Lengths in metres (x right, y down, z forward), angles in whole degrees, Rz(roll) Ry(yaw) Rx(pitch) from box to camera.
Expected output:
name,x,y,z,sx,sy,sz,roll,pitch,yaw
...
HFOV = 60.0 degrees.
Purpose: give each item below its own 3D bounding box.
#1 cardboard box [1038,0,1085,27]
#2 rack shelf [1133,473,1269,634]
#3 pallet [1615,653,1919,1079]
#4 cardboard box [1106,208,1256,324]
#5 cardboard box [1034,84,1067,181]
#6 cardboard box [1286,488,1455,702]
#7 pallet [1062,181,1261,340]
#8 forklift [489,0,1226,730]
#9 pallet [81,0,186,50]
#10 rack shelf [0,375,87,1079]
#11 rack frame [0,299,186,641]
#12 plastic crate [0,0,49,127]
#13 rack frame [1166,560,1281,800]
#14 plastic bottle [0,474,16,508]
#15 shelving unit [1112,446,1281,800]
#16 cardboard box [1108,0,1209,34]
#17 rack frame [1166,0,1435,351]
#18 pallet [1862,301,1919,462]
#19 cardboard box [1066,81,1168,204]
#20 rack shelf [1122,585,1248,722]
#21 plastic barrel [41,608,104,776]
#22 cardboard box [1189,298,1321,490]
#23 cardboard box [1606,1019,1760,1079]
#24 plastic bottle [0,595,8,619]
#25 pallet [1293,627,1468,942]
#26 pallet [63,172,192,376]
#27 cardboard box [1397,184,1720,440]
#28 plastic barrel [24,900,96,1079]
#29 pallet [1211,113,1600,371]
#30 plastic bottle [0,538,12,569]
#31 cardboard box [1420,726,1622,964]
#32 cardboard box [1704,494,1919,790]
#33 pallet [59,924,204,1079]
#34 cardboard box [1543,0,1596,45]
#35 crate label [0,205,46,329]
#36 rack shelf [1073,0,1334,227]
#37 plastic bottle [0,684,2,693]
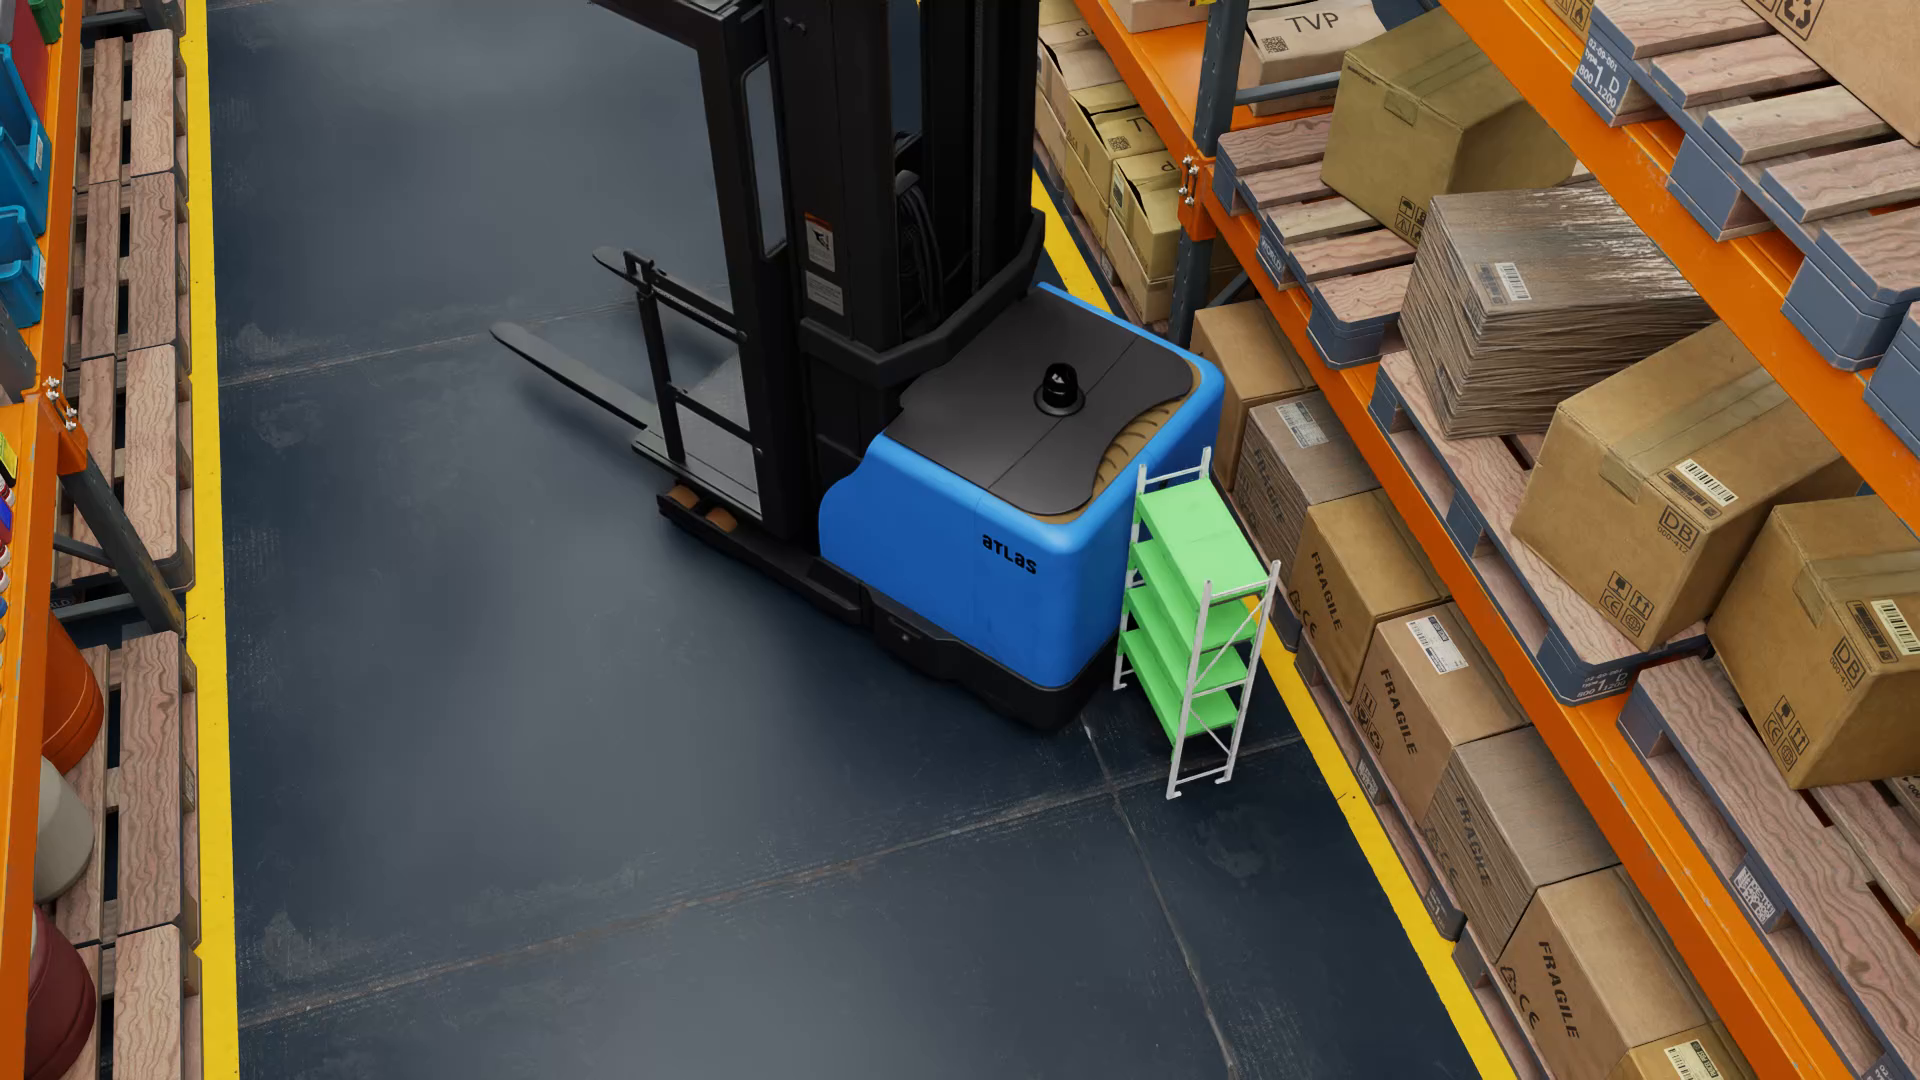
name,x,y,z,sx,sy,sz,roll,pitch,yaw
cardboard box,0.495,-2.514,7.854,0.500,0.311,0.500,-12,51,-10
rack shelf,0.753,0.036,5.180,0.258,0.148,0.480,-15,51,-12
pallet,2.388,0.732,4.086,1.003,0.211,1.213,-13,51,-11
cardboard box,0.949,-1.222,7.131,0.500,0.250,0.500,-12,51,-10
cardboard box,0.647,-1.965,7.758,0.500,0.250,0.500,-12,51,-10
cardboard box,1.503,0.166,5.785,0.500,0.500,0.500,-14,51,-11
pallet,1.131,-1.355,7.544,1.003,0.211,1.213,-13,51,-11
forklift,-0.569,-1.205,5.639,3.031,2.935,1.130,30,56,23
pallet,-4.737,-3.049,8.972,1.003,0.211,1.213,-13,51,-11
rack shelf,-2.804,1.167,4.065,1.077,0.370,4.000,-13,51,-11
rack frame,-3.395,-0.526,5.021,1.000,3.000,0.127,-13,51,-11
plastic crate,-3.581,-1.796,6.050,0.402,0.464,0.583,-13,51,-11
rack frame,0.833,0.480,5.350,0.240,1.200,0.015,-15,51,-12
plastic bottle,-2.852,-0.175,4.855,0.097,0.201,0.097,0,50,0
shelving unit,0.753,0.304,5.498,0.258,1.200,0.503,-15,51,-12
cardboard box,0.807,-2.157,6.560,0.380,0.149,0.250,-13,51,-11
rack frame,1.337,-1.643,5.963,1.000,3.000,0.127,-13,51,-11
pallet,2.395,-0.120,2.840,1.213,0.211,1.003,-13,51,-11
cardboard box,0.787,-1.778,7.234,0.500,0.311,0.500,-14,51,-12
rack shelf,0.753,0.345,5.547,0.258,0.148,0.480,-15,51,-12
plastic barrel,-3.235,0.392,5.392,0.600,0.830,0.708,-13,51,-11
cardboard box,1.199,-0.582,6.416,0.500,0.500,0.500,-11,51,-9
cardboard box,2.101,1.646,4.537,0.500,0.500,0.500,-14,51,-11
plastic bottle,-2.726,0.114,4.566,0.097,0.271,0.097,0,50,0
pallet,1.879,0.699,5.813,1.003,0.211,1.213,-13,51,-11
pallet,-3.945,-1.091,7.322,1.003,0.211,1.213,-13,51,-11
cardboard box,1.719,-0.665,4.799,0.700,0.500,0.500,-5,50,-4
plastic barrel,-2.901,1.294,4.789,0.600,0.588,0.708,-13,51,-11
pallet,1.605,-1.102,5.633,1.213,0.211,1.003,-13,51,-11
plastic bottle,-2.783,-0.006,4.713,0.097,0.201,0.097,0,50,0
cardboard box,1.815,0.917,5.152,0.500,0.500,0.500,-13,51,-11
cardboard box,2.330,0.226,4.047,0.700,0.500,0.500,-6,50,-5
pallet,-2.765,1.829,4.860,1.003,0.211,1.213,-13,51,-11
cardboard box,1.803,-1.579,3.882,0.910,0.500,0.500,-13,51,-11
crate label,-3.162,-0.865,5.416,0.303,0.233,0.416,-13,51,-11
rack shelf,0.746,-2.872,7.470,1.077,0.370,4.000,-13,51,-11
plastic bottle,-2.639,0.349,4.413,0.097,0.201,0.097,0,50,0
